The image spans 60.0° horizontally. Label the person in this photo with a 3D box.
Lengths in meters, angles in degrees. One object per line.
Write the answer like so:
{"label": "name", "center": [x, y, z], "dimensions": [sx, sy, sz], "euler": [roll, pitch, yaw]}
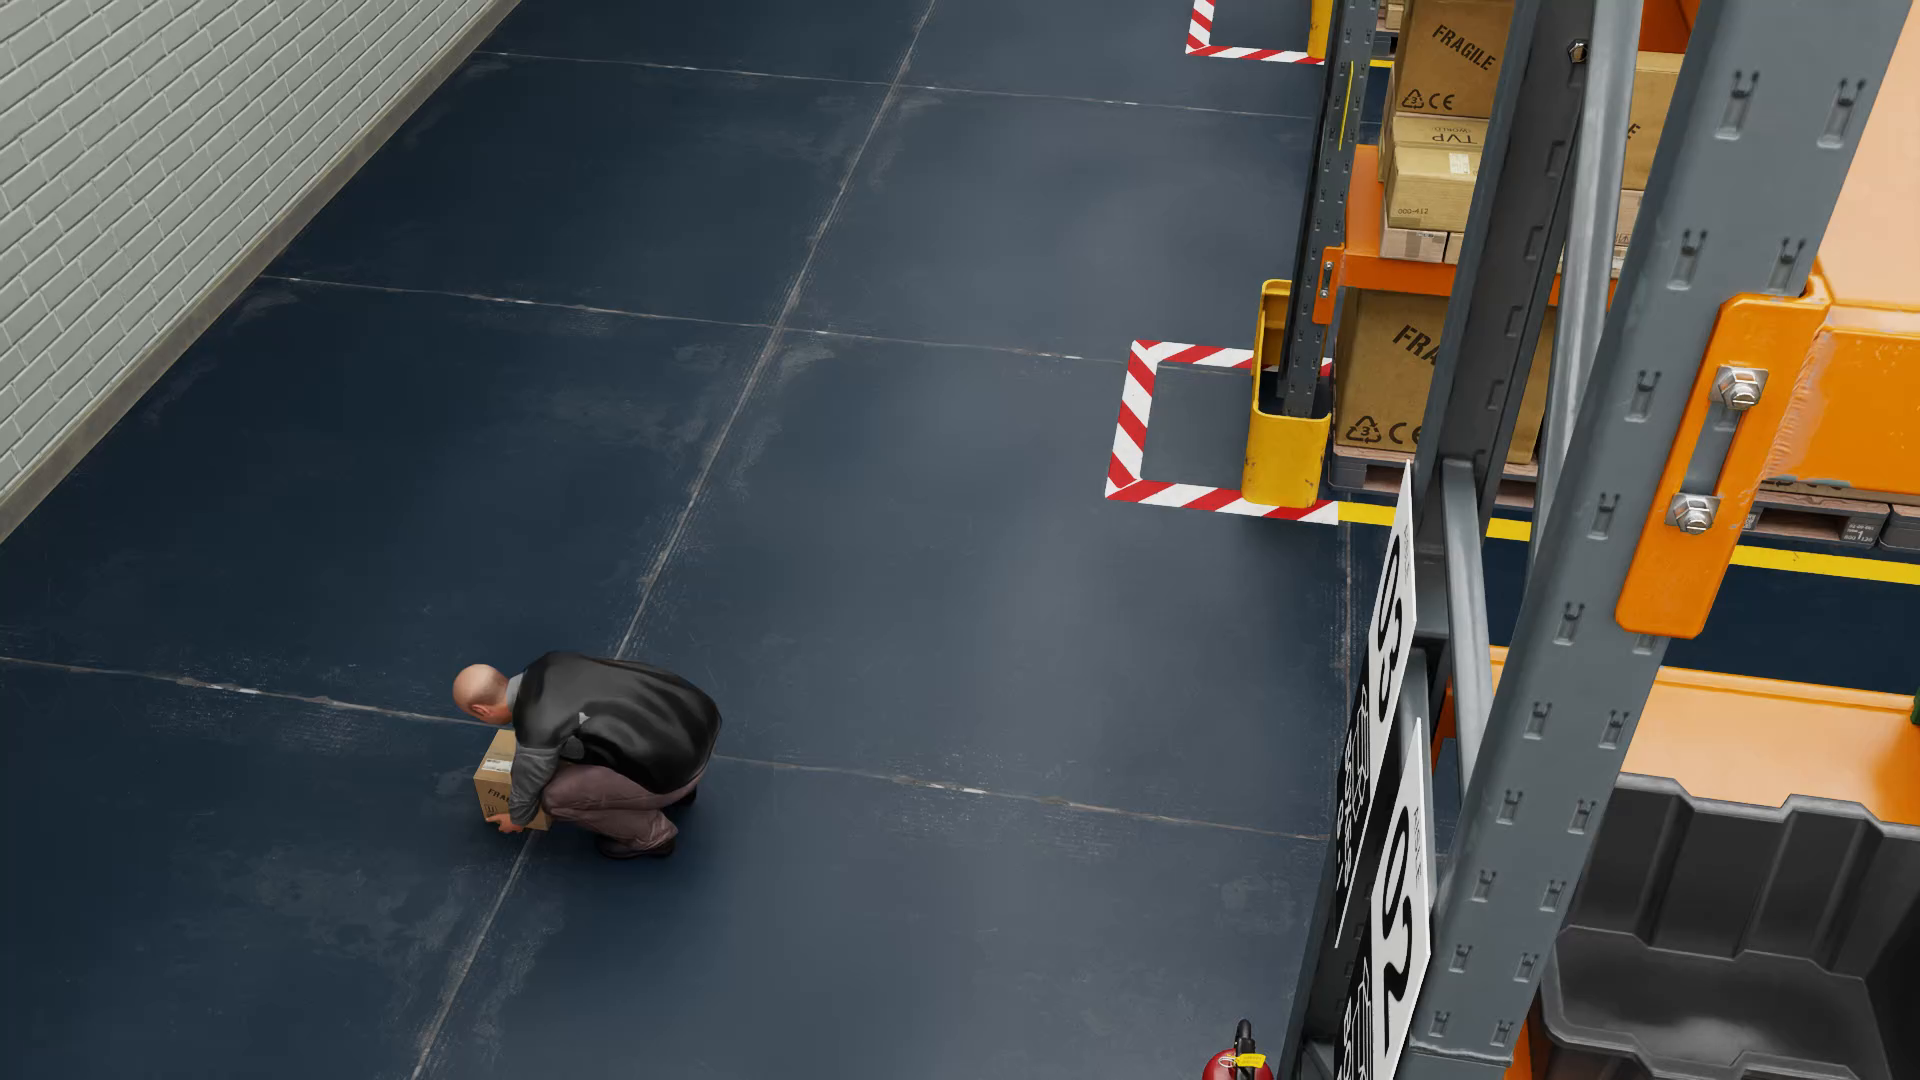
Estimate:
{"label": "person", "center": [-1.333, 0.770, 6.050], "dimensions": [0.929, 0.805, 0.513], "euler": [6, 41, 7]}
